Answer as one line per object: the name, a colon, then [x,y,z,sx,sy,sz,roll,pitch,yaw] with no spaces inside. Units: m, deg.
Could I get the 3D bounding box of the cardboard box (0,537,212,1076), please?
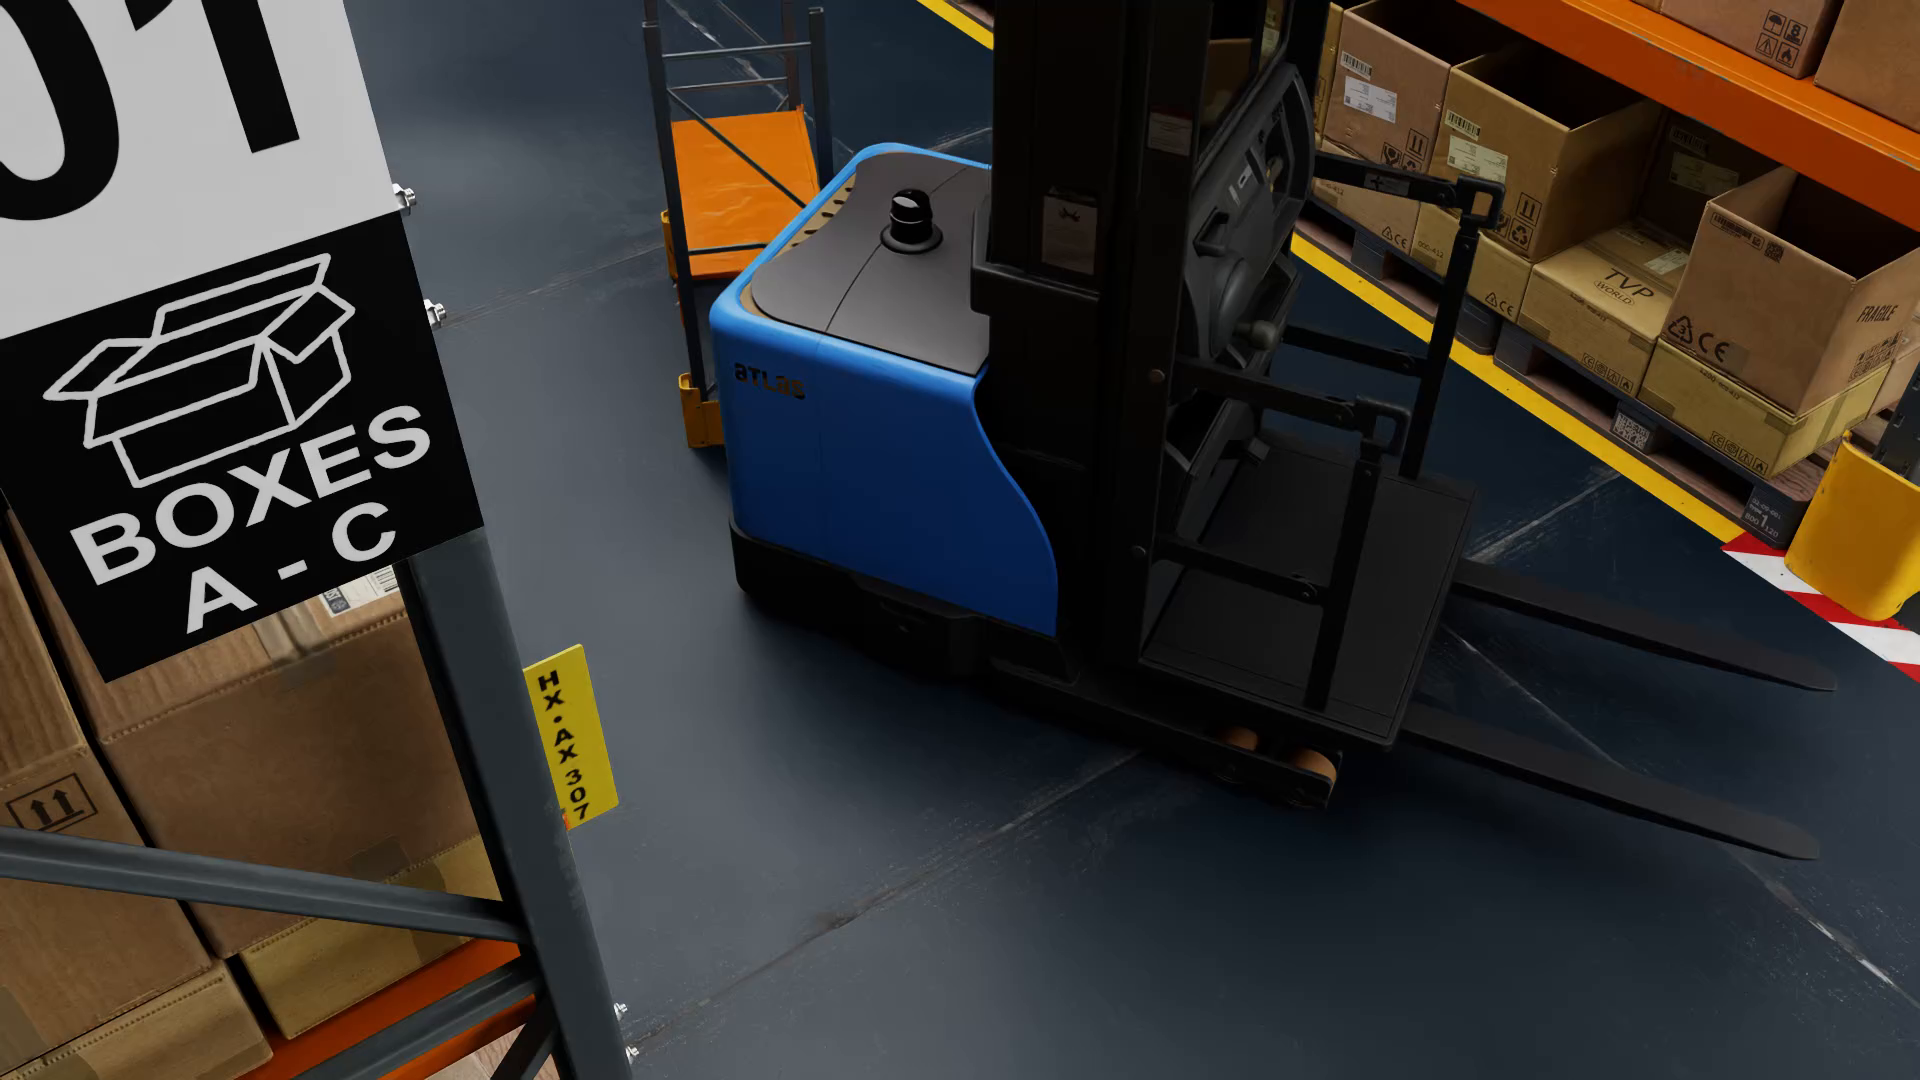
cardboard box: [-1.403,0.388,2.223,0.500,0.500,0.500,-26,50,-25]

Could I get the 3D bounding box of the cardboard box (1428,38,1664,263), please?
cardboard box: [1.967,-1.340,5.625,0.500,0.500,0.500,-26,49,-24]

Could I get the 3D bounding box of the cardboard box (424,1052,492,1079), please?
cardboard box: [-1.281,1.181,3.469,0.500,0.311,0.500,-31,52,-29]

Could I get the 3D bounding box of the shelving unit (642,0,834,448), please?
shelving unit: [-0.721,-1.252,5.476,0.587,1.500,1.083,-7,44,-8]

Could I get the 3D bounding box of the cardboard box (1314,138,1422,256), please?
cardboard box: [1.685,-1.353,6.182,0.500,0.250,0.500,-26,49,-24]

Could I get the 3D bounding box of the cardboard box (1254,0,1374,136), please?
cardboard box: [1.394,-1.906,6.218,0.500,0.500,0.500,-26,49,-24]

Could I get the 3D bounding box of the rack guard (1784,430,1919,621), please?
rack guard: [3.116,-0.246,5.146,1.175,0.500,0.348,-26,49,-24]

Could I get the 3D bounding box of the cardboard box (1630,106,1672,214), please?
cardboard box: [2.393,-1.545,5.840,0.500,0.500,0.500,-26,49,-24]

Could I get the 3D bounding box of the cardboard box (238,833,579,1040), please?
cardboard box: [-0.978,0.440,2.711,0.500,0.250,0.500,-27,50,-26]

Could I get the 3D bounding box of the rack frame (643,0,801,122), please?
rack frame: [-0.813,-1.591,5.831,0.500,1.500,0.032,-7,44,-8]

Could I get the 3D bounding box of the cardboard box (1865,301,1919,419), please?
cardboard box: [2.978,-0.713,5.512,0.500,0.250,0.500,-26,49,-24]

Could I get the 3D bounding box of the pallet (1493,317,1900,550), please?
pallet: [2.630,-0.572,5.696,1.003,0.211,1.213,-26,49,-24]

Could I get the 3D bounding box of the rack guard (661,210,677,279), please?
rack guard: [-0.813,-1.138,6.261,0.587,0.250,0.087,-7,44,-8]

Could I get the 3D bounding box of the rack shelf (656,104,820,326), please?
rack shelf: [-0.719,-1.116,5.593,0.538,0.185,1.000,-7,44,-8]

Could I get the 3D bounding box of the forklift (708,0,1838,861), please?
forklift: [0.882,-0.759,3.922,3.031,2.935,1.130,18,46,18]

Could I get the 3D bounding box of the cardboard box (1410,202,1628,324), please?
cardboard box: [1.969,-1.069,5.885,0.500,0.250,0.500,-26,49,-24]

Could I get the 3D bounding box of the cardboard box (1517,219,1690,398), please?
cardboard box: [2.257,-0.787,5.589,0.500,0.250,0.500,-26,49,-24]

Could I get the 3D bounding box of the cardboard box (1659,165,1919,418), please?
cardboard box: [2.551,-0.779,5.038,0.500,0.500,0.500,-26,49,-24]

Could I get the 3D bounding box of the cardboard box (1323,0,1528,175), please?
cardboard box: [1.682,-1.623,5.922,0.500,0.500,0.500,-26,49,-24]

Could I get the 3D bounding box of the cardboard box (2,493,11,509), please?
cardboard box: [-1.260,-0.102,2.736,0.500,0.500,0.500,-26,49,-24]

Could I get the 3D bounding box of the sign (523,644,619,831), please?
sign: [-0.514,0.267,2.171,0.100,0.325,0.005,-26,49,-24]

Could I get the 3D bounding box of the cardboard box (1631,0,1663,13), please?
cardboard box: [2.262,-2.049,5.151,0.700,0.500,0.500,-25,49,-24]

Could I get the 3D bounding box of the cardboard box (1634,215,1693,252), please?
cardboard box: [2.689,-0.995,5.807,0.500,0.250,0.500,-26,49,-24]

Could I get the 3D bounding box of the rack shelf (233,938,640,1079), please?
rack shelf: [-2.103,-0.078,3.680,1.077,0.370,4.000,-26,49,-24]

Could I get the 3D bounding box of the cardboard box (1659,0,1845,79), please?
cardboard box: [2.541,-1.765,4.855,0.700,0.500,0.500,-24,49,-23]

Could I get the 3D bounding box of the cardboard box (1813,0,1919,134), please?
cardboard box: [2.845,-1.470,4.545,0.700,0.500,0.500,-26,49,-24]

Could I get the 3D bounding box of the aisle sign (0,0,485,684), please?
aisle sign: [-0.672,-0.223,1.429,0.394,0.787,0.004,-26,49,-24]

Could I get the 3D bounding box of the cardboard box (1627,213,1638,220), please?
cardboard box: [2.403,-1.278,6.104,0.500,0.250,0.500,-26,49,-24]

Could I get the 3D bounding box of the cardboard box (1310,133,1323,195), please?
cardboard box: [1.394,-1.634,6.477,0.500,0.250,0.500,-26,49,-24]

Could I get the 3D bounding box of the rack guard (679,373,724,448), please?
rack guard: [-0.629,-0.462,5.553,0.587,0.250,0.087,-7,44,-8]

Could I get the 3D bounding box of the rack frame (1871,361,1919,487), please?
rack frame: [3.102,-1.164,4.297,1.000,3.000,0.127,-26,49,-24]

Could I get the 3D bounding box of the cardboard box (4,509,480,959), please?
cardboard box: [-0.986,0.181,2.439,0.500,0.500,0.500,-26,49,-24]

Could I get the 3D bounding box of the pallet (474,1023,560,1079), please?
pallet: [-1.438,1.286,3.750,1.003,0.211,1.213,-26,49,-24]

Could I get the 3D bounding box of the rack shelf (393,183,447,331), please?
rack shelf: [-2.103,-1.163,2.644,1.077,0.370,4.000,-26,49,-24]

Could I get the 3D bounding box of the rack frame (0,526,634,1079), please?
rack frame: [-0.956,0.793,2.247,0.949,2.616,0.053,-26,49,-24]

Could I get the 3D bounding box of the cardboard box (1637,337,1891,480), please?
cardboard box: [2.553,-0.509,5.298,0.500,0.250,0.500,-26,49,-24]

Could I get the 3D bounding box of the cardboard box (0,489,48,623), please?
cardboard box: [-1.683,0.099,2.526,0.500,0.500,0.500,-25,49,-24]

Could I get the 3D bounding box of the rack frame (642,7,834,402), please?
rack frame: [-0.625,-0.901,5.108,0.500,1.500,0.032,-7,44,-8]

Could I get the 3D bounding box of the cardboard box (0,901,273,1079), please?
cardboard box: [-1.385,0.654,2.487,0.500,0.250,0.500,-25,49,-24]

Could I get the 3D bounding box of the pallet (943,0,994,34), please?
pallet: [0.360,-2.823,8.054,1.003,0.211,1.213,-26,49,-24]

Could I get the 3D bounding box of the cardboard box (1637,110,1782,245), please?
cardboard box: [2.690,-1.267,5.549,0.500,0.500,0.500,-26,49,-24]

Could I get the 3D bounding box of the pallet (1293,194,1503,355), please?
pallet: [1.936,-1.263,6.420,1.003,0.211,1.213,-26,49,-24]
